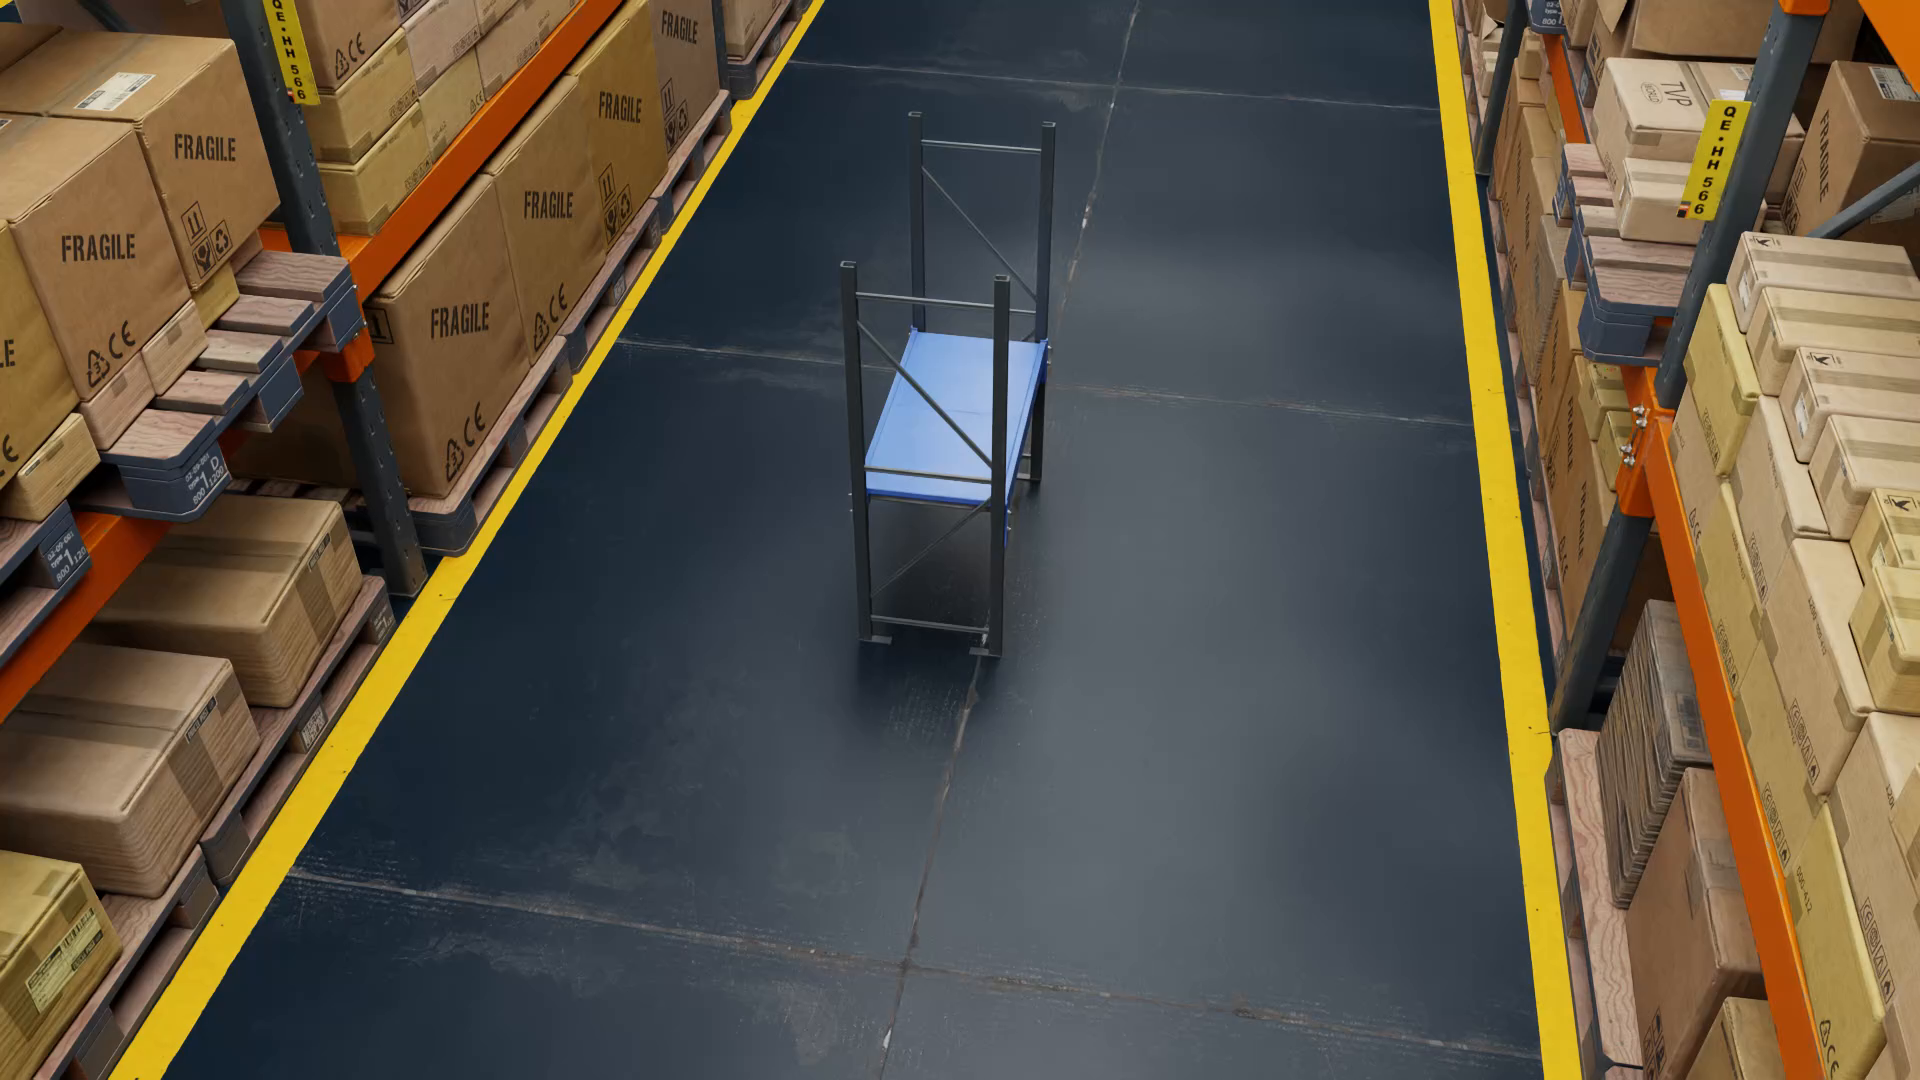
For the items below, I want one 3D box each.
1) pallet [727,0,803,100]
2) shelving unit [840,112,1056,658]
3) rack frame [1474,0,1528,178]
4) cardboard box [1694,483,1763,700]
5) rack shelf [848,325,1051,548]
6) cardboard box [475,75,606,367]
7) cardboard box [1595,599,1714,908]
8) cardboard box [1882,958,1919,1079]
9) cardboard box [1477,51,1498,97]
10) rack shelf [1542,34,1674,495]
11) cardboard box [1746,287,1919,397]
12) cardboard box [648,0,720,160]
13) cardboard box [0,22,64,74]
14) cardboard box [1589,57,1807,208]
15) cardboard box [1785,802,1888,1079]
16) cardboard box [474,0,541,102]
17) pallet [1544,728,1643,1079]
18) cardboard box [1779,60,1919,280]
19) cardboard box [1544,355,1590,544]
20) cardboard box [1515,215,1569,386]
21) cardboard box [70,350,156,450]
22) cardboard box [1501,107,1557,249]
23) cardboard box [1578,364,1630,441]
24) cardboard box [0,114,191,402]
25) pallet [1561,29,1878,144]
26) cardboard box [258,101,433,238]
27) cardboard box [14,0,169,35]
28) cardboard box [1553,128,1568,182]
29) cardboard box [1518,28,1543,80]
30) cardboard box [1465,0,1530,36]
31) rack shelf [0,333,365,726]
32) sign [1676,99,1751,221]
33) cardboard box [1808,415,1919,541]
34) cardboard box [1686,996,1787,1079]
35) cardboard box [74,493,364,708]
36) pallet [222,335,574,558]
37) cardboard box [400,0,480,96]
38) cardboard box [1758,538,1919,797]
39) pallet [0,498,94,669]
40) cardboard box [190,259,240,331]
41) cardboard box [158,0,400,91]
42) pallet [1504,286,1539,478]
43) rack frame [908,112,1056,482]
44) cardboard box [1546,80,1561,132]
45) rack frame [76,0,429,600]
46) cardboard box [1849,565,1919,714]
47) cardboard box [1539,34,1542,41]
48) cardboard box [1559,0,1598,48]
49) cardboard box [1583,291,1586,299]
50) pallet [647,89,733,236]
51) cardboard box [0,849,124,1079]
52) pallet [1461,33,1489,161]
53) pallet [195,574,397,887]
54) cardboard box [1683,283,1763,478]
[{"bbox_3d":[-1.544,-2.938,9.638,1.003,0.211,1.213,6,40,8],"label":"pallet"},{"bbox_3d":[-0.015,-0.524,5.707,0.538,1.500,1.048,6,40,8],"label":"shelving unit"},{"bbox_3d":[3.137,-2.999,7.523,1.000,3.000,0.127,6,40,8],"label":"rack frame"},{"bbox_3d":[2.036,0.136,3.849,0.500,0.250,0.500,6,40,7],"label":"cardboard box"},{"bbox_3d":[-0.015,-0.386,5.822,0.538,0.185,1.000,6,40,8],"label":"rack shelf"},{"bbox_3d":[-2.085,-1.360,6.879,0.875,0.875,0.875,7,40,8],"label":"cardboard box"},{"bbox_3d":[2.324,0.655,4.638,0.875,0.625,0.625,8,40,9],"label":"cardboard box"},{"bbox_3d":[1.762,0.907,2.525,0.500,0.250,0.500,7,40,9],"label":"cardboard box"},{"bbox_3d":[2.944,-2.444,8.760,0.380,0.149,0.250,5,40,6],"label":"cardboard box"},{"bbox_3d":[2.791,-1.466,6.234,1.077,0.370,4.000,6,40,8],"label":"rack shelf"},{"bbox_3d":[2.055,-0.442,3.843,0.380,0.149,0.250,7,40,9],"label":"cardboard box"},{"bbox_3d":[-1.781,-2.489,8.244,0.875,0.875,0.875,8,40,9],"label":"cardboard box"},{"bbox_3d":[-2.750,-1.092,4.575,0.500,0.500,0.500,5,40,6],"label":"cardboard box"},{"bbox_3d":[2.309,-1.290,5.245,0.500,0.250,0.500,5,40,6],"label":"cardboard box"},{"bbox_3d":[1.862,0.785,3.064,0.500,0.250,0.500,8,40,9],"label":"cardboard box"},{"bbox_3d":[-1.944,-1.908,6.321,0.500,0.250,0.500,8,40,9],"label":"cardboard box"},{"bbox_3d":[2.264,1.099,4.756,1.003,0.211,1.213,6,40,8],"label":"pallet"},{"bbox_3d":[2.688,-0.995,4.691,0.500,0.500,0.500,8,40,10],"label":"cardboard box"},{"bbox_3d":[2.403,-0.289,5.878,0.500,0.500,0.500,6,40,7],"label":"cardboard box"},{"bbox_3d":[2.563,-0.946,6.672,0.500,0.500,0.500,5,40,6],"label":"cardboard box"},{"bbox_3d":[-2.295,-0.370,4.212,0.380,0.149,0.250,5,40,6],"label":"cardboard box"},{"bbox_3d":[2.749,-1.583,7.443,0.500,0.500,0.500,6,40,7],"label":"cardboard box"},{"bbox_3d":[2.298,-0.450,5.563,0.380,0.149,0.250,4,40,5],"label":"cardboard box"},{"bbox_3d":[-2.328,-0.707,4.110,0.500,0.500,0.500,6,40,7],"label":"cardboard box"},{"bbox_3d":[2.777,-1.636,6.025,1.003,0.211,1.213,6,40,8],"label":"pallet"},{"bbox_3d":[-2.112,-1.255,5.532,0.500,0.250,0.500,6,40,7],"label":"cardboard box"},{"bbox_3d":[-2.613,-1.811,5.223,0.500,0.500,0.500,5,40,6],"label":"cardboard box"},{"bbox_3d":[2.694,-1.581,6.931,0.380,0.149,0.250,6,40,8],"label":"cardboard box"},{"bbox_3d":[2.813,-2.252,7.742,0.380,0.149,0.250,8,40,10],"label":"cardboard box"},{"bbox_3d":[3.264,-3.151,9.339,0.700,0.500,0.500,5,40,6],"label":"cardboard box"},{"bbox_3d":[-2.790,0.499,3.857,1.077,0.370,4.000,6,40,8],"label":"rack shelf"},{"bbox_3d":[1.909,-0.958,4.208,0.100,0.325,0.005,6,40,8],"label":"sign"},{"bbox_3d":[2.003,-0.112,3.444,0.380,0.149,0.250,7,40,8],"label":"cardboard box"},{"bbox_3d":[2.102,1.488,3.630,0.875,0.625,0.625,5,40,6],"label":"cardboard box"},{"bbox_3d":[-2.552,0.171,5.422,0.950,0.372,0.625,4,40,5],"label":"cardboard box"},{"bbox_3d":[-2.234,-0.445,6.623,1.003,0.211,1.213,6,40,8],"label":"pallet"},{"bbox_3d":[-2.023,-1.783,5.778,0.500,0.250,0.500,7,40,9],"label":"cardboard box"},{"bbox_3d":[1.932,0.269,3.296,0.500,0.250,0.500,5,40,7],"label":"cardboard box"},{"bbox_3d":[-2.747,0.287,3.699,1.003,0.211,1.213,6,40,8],"label":"pallet"},{"bbox_3d":[-2.244,-0.691,4.599,0.380,0.149,0.250,7,40,8],"label":"cardboard box"},{"bbox_3d":[-2.118,-1.740,5.137,0.500,0.500,0.500,5,40,6],"label":"cardboard box"},{"bbox_3d":[2.825,-0.642,6.860,1.003,0.211,1.213,6,40,8],"label":"pallet"},{"bbox_3d":[0.073,-0.844,6.093,0.500,1.500,0.032,6,40,8],"label":"rack frame"},{"bbox_3d":[2.808,-1.907,7.325,0.380,0.149,0.250,4,40,5],"label":"cardboard box"},{"bbox_3d":[-2.444,-1.034,5.146,1.000,3.000,0.127,6,40,8],"label":"rack frame"},{"bbox_3d":[1.887,0.202,3.065,0.380,0.149,0.250,7,40,9],"label":"cardboard box"},{"bbox_3d":[2.873,-2.360,7.639,0.380,0.149,0.250,6,40,7],"label":"cardboard box"},{"bbox_3d":[2.608,-2.103,6.031,0.700,0.500,0.500,6,40,7],"label":"cardboard box"},{"bbox_3d":[2.520,-0.927,6.141,0.380,0.149,0.250,6,40,7],"label":"cardboard box"},{"bbox_3d":[-1.811,-1.977,8.475,1.003,0.211,1.213,6,40,8],"label":"pallet"},{"bbox_3d":[-2.809,1.110,4.286,0.950,0.372,0.625,8,40,9],"label":"cardboard box"},{"bbox_3d":[3.257,-2.355,8.933,1.003,0.211,1.213,6,40,8],"label":"pallet"},{"bbox_3d":[-2.581,0.531,5.442,1.003,0.211,1.213,6,40,8],"label":"pallet"},{"bbox_3d":[2.103,-0.375,4.074,0.500,0.250,0.500,6,40,8],"label":"cardboard box"}]
